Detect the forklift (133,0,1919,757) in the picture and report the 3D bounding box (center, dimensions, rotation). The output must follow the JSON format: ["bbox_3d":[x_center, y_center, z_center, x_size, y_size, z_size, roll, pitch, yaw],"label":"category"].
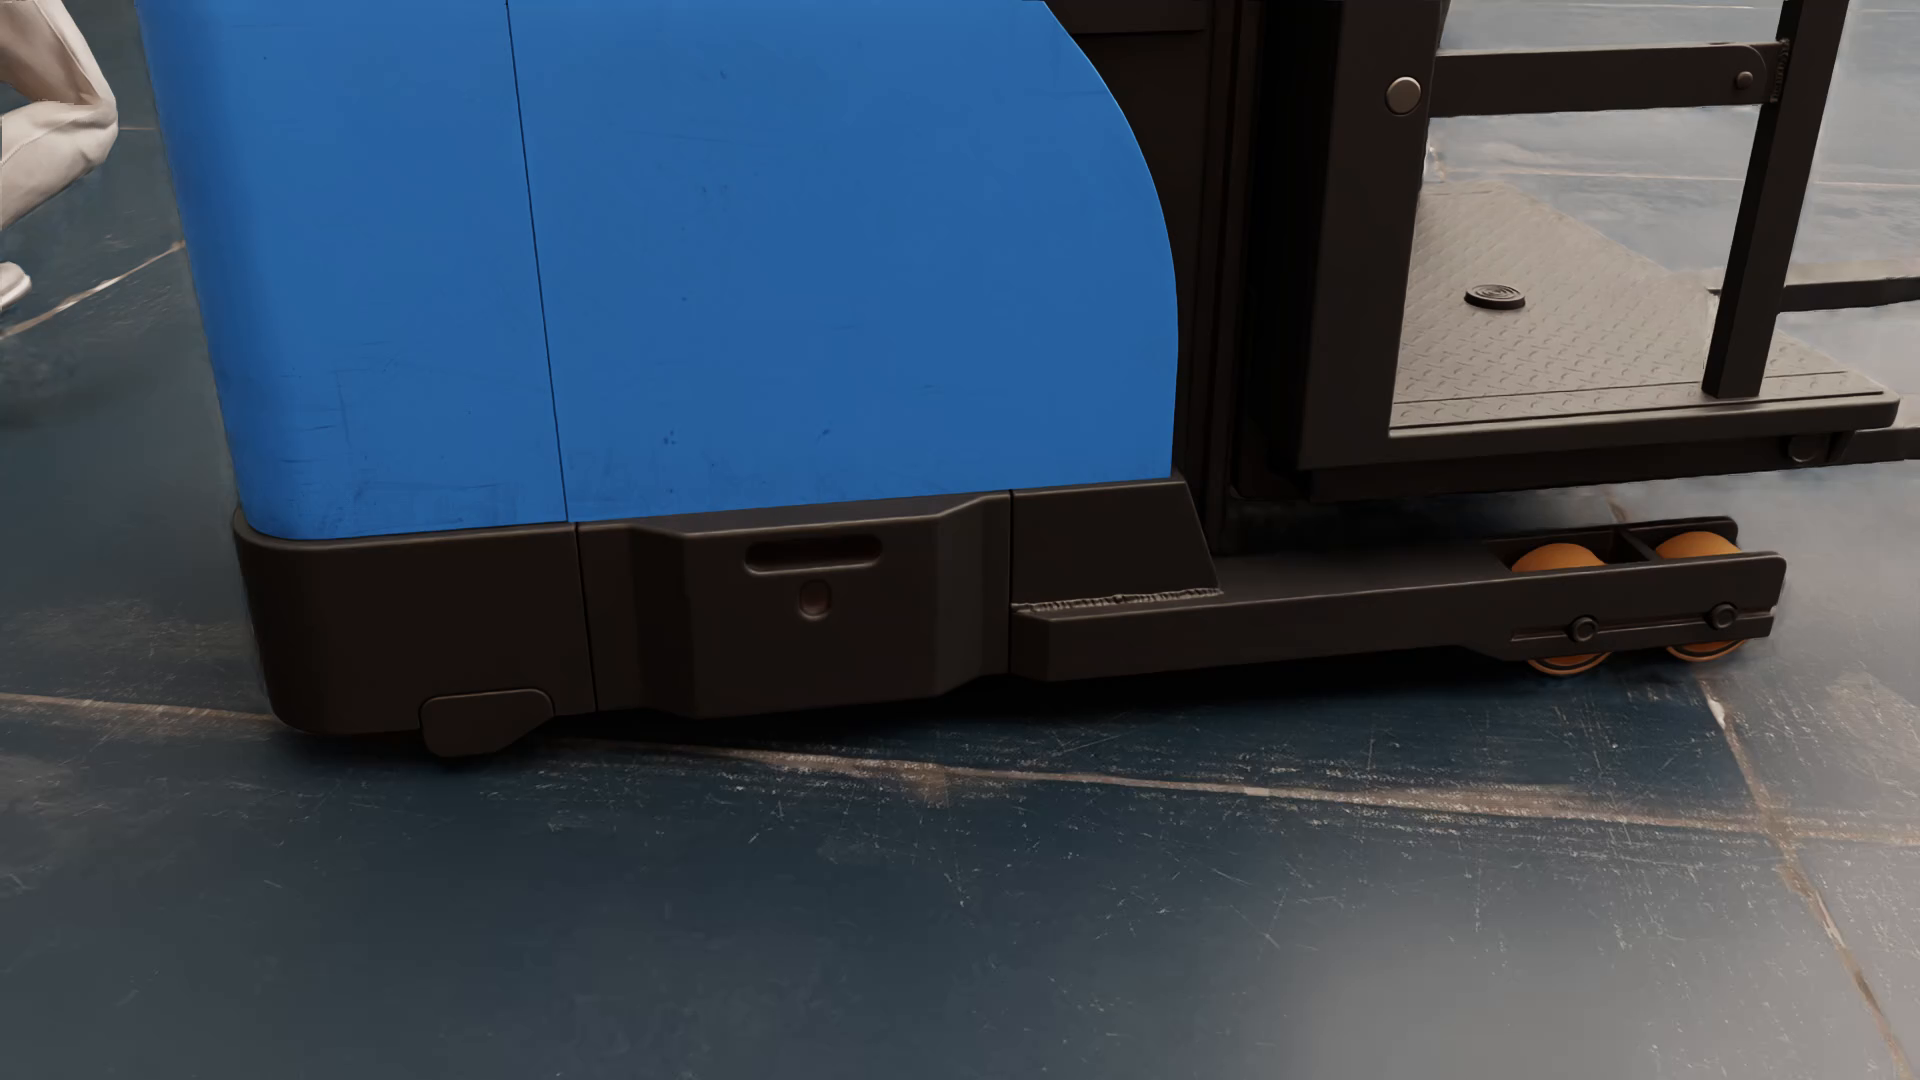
[{"bbox_3d":[0.603,-1.365,1.954,3.031,2.935,1.130,-5,27,-9],"label":"forklift"}]

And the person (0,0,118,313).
[{"bbox_3d":[-1.774,-1.032,2.644,0.796,1.523,0.513,11,29,21],"label":"person"}]
